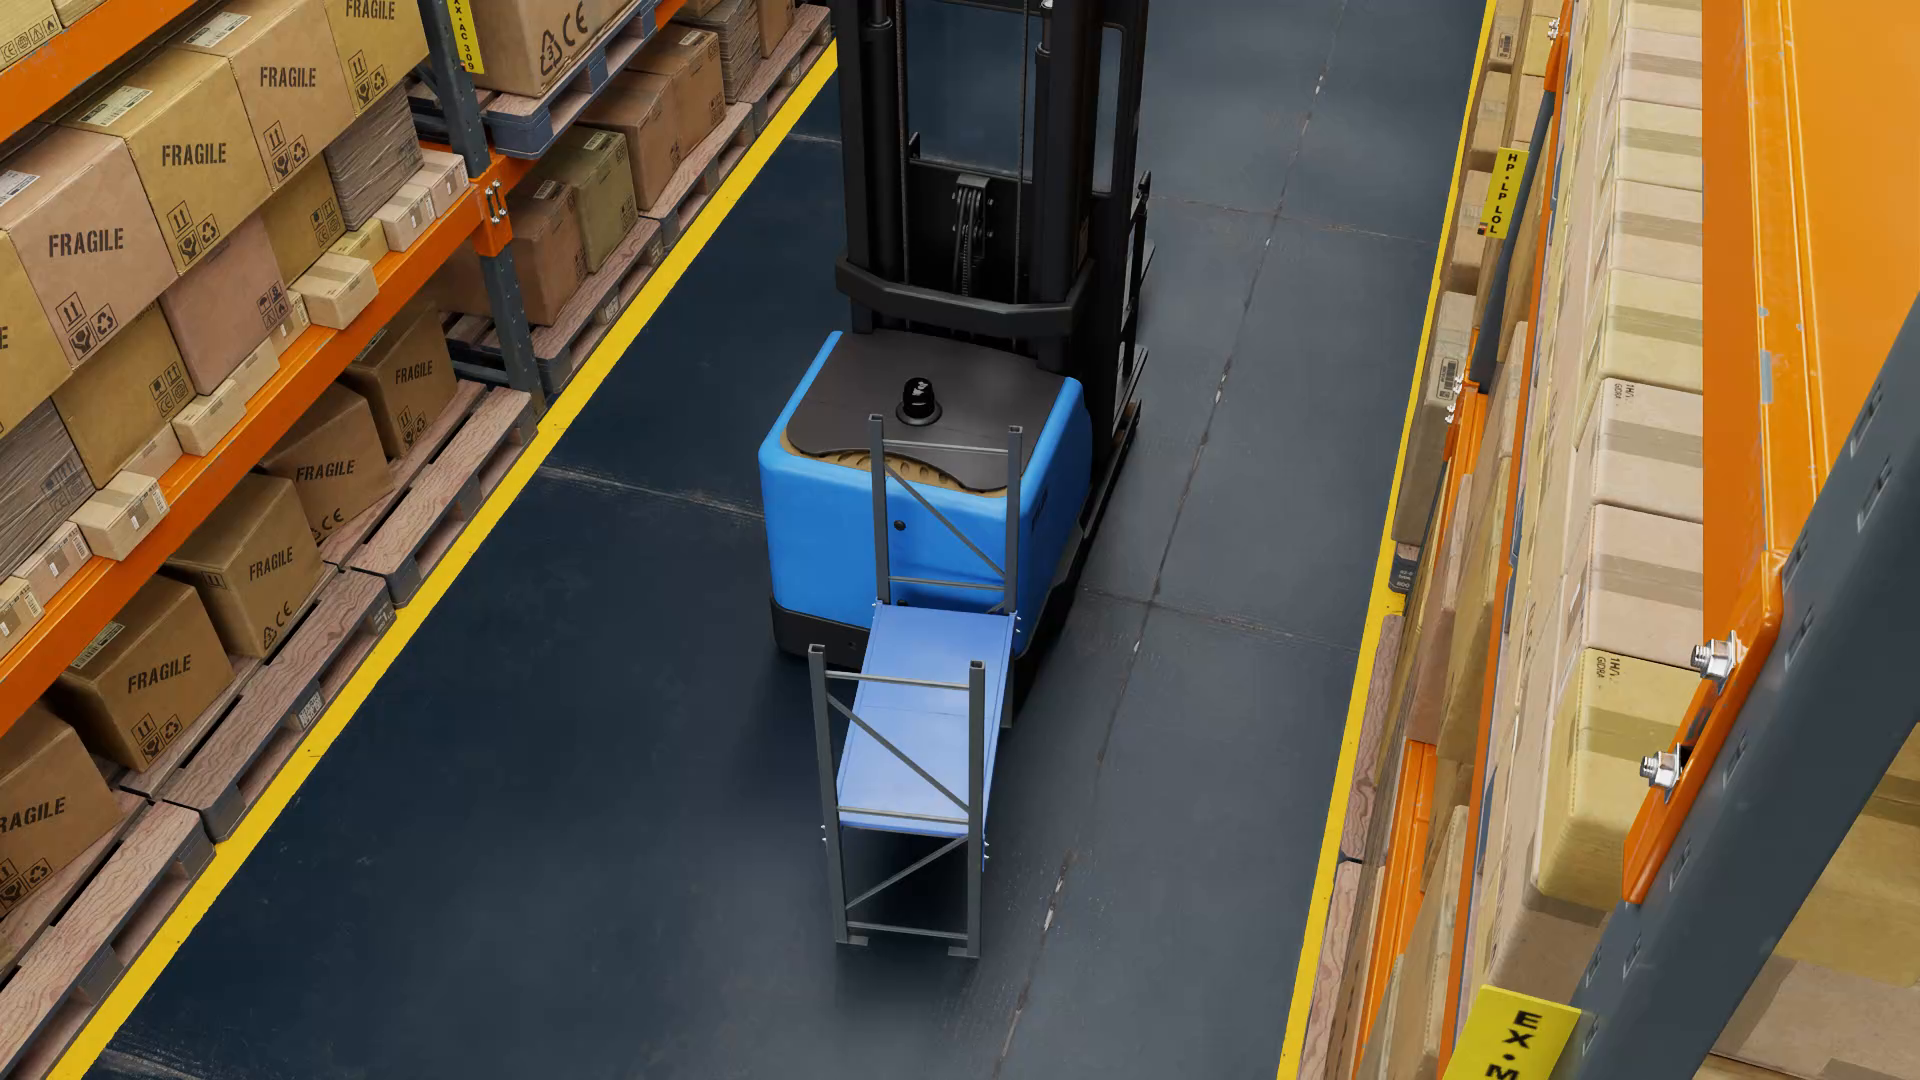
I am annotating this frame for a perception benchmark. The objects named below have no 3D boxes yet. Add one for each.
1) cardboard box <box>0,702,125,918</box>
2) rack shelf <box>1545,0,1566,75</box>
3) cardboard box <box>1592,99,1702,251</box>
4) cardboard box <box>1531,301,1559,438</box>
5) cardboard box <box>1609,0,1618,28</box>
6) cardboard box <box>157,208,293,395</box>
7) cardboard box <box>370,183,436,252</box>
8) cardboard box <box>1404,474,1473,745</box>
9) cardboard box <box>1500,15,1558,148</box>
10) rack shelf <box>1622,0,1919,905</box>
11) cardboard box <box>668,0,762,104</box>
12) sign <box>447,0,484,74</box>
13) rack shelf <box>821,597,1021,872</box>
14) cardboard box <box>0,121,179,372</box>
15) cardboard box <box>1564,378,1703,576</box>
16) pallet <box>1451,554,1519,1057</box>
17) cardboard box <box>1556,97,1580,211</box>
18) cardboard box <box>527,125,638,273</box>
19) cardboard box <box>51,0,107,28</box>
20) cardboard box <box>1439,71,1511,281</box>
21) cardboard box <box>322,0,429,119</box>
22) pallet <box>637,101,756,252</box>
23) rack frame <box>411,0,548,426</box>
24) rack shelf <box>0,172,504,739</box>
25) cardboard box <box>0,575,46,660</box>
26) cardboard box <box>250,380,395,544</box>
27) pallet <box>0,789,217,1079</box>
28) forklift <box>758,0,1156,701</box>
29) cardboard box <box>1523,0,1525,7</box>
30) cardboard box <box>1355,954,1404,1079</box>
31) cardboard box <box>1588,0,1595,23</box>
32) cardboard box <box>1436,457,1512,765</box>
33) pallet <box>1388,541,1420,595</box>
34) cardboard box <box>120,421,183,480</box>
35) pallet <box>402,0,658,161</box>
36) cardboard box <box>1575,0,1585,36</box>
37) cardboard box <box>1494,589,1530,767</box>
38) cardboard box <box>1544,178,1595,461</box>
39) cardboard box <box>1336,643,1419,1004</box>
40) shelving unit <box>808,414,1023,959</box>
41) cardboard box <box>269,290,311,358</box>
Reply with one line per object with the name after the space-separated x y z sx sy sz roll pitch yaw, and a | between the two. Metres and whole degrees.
-3.277 0.850 5.623 0.500 0.500 0.500 24 49 23 | cardboard box
2.883 -2.772 6.206 1.077 0.370 4.000 13 46 13 | rack shelf
1.230 -0.554 2.664 0.380 0.149 0.250 12 46 12 | cardboard box
1.229 -0.266 2.939 0.380 0.149 0.250 13 46 13 | cardboard box
1.459 -1.058 3.178 0.380 0.149 0.250 12 46 12 | cardboard box
-2.855 -0.916 5.657 0.875 0.500 0.500 13 46 13 | cardboard box
-2.289 -1.282 6.494 0.380 0.149 0.250 13 46 13 | cardboard box
1.756 0.278 4.613 0.875 0.550 0.550 13 46 13 | cardboard box
2.487 -1.738 6.708 0.500 0.500 0.500 13 46 13 | cardboard box
1.672 -1.035 2.573 1.077 0.370 4.000 13 46 13 | rack shelf
-1.547 -2.848 9.388 0.700 0.500 0.500 9 45 9 | cardboard box
-1.900 -1.941 6.369 0.100 0.325 0.005 13 46 13 | sign
-0.113 0.639 5.681 0.538 0.185 1.000 5 45 5 | rack shelf
-2.750 -0.884 4.908 0.500 0.500 0.500 13 46 13 | cardboard box
0.999 -0.044 2.142 0.380 0.149 0.250 13 46 13 | cardboard box
1.281 0.505 2.406 1.003 0.211 1.213 13 46 13 | pallet
1.459 -0.772 3.456 0.380 0.149 0.250 13 46 13 | cardboard box
-2.050 -1.724 8.239 0.700 0.500 0.500 12 46 12 | cardboard box
-2.626 -1.714 4.719 0.500 0.250 0.500 12 46 12 | cardboard box
2.957 -1.666 8.015 1.050 0.750 0.750 13 46 13 | cardboard box
-2.293 -1.883 5.929 0.500 0.500 0.500 13 46 13 | cardboard box
-1.817 -2.080 9.124 1.003 0.211 1.213 13 46 13 | pallet
-2.419 -1.742 6.784 1.000 3.000 0.127 13 46 13 | rack frame
-3.025 -0.151 5.673 1.077 0.370 4.000 13 46 13 | rack shelf
-2.995 0.213 4.967 0.380 0.149 0.250 13 46 13 | cardboard box
-2.745 -0.357 6.856 0.500 0.500 0.500 27 50 25 | cardboard box
-3.328 1.337 5.632 1.003 0.211 1.213 13 46 13 | pallet
0.194 -1.467 6.552 1.130 2.935 3.031 13 46 13 | forklift
2.944 -2.744 7.737 0.500 0.500 0.500 12 46 12 | cardboard box
1.281 1.361 3.506 0.875 0.550 0.550 13 46 13 | cardboard box
1.711 -1.331 3.743 0.500 0.250 0.500 12 46 12 | cardboard box
1.629 0.252 3.867 0.875 0.550 0.500 13 46 13 | cardboard box
2.439 -0.157 7.159 1.003 0.211 1.213 13 46 13 | pallet
-2.821 -0.299 5.490 0.380 0.149 0.250 13 46 13 | cardboard box
-2.049 -2.152 7.340 1.003 0.211 1.213 13 46 13 | pallet
1.690 -1.282 3.978 0.380 0.149 0.250 12 46 12 | cardboard box
0.998 0.242 2.420 0.380 0.149 0.250 13 46 13 | cardboard box
1.253 -0.321 2.711 0.500 0.250 0.500 12 46 12 | cardboard box
1.751 0.992 5.210 0.875 0.875 0.875 13 46 13 | cardboard box
-0.113 0.511 5.555 0.538 1.500 1.048 5 45 5 | shelving unit
-2.593 -0.799 6.000 0.380 0.149 0.250 13 46 13 | cardboard box
